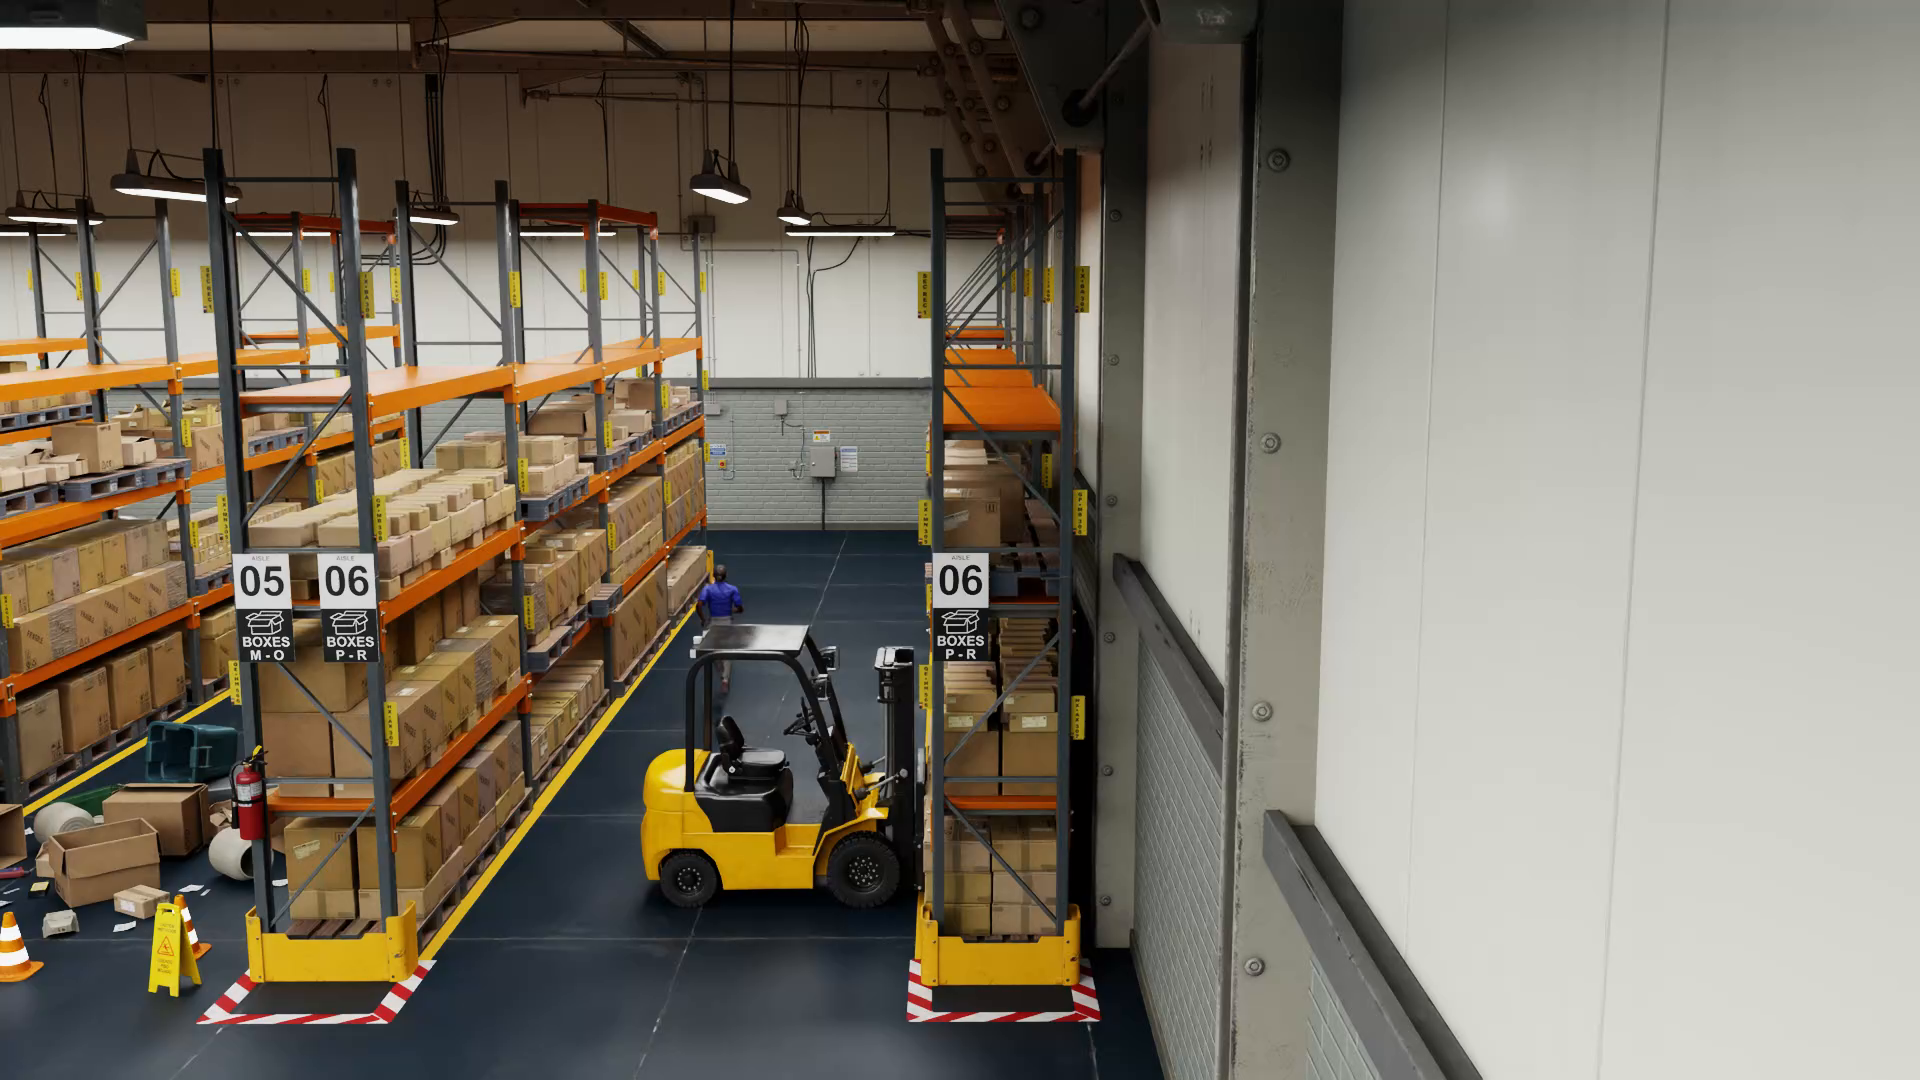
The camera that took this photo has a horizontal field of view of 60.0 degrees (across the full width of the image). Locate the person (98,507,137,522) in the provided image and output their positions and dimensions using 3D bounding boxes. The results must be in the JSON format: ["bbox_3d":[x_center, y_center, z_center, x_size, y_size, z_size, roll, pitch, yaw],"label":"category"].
[{"bbox_3d":[-12.897,0.218,25.558,0.638,1.705,0.889,1,9,5],"label":"person"}]

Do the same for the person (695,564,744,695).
[{"bbox_3d":[-2.920,1.071,20.279,0.580,1.560,0.919,-1,9,-6],"label":"person"}]
